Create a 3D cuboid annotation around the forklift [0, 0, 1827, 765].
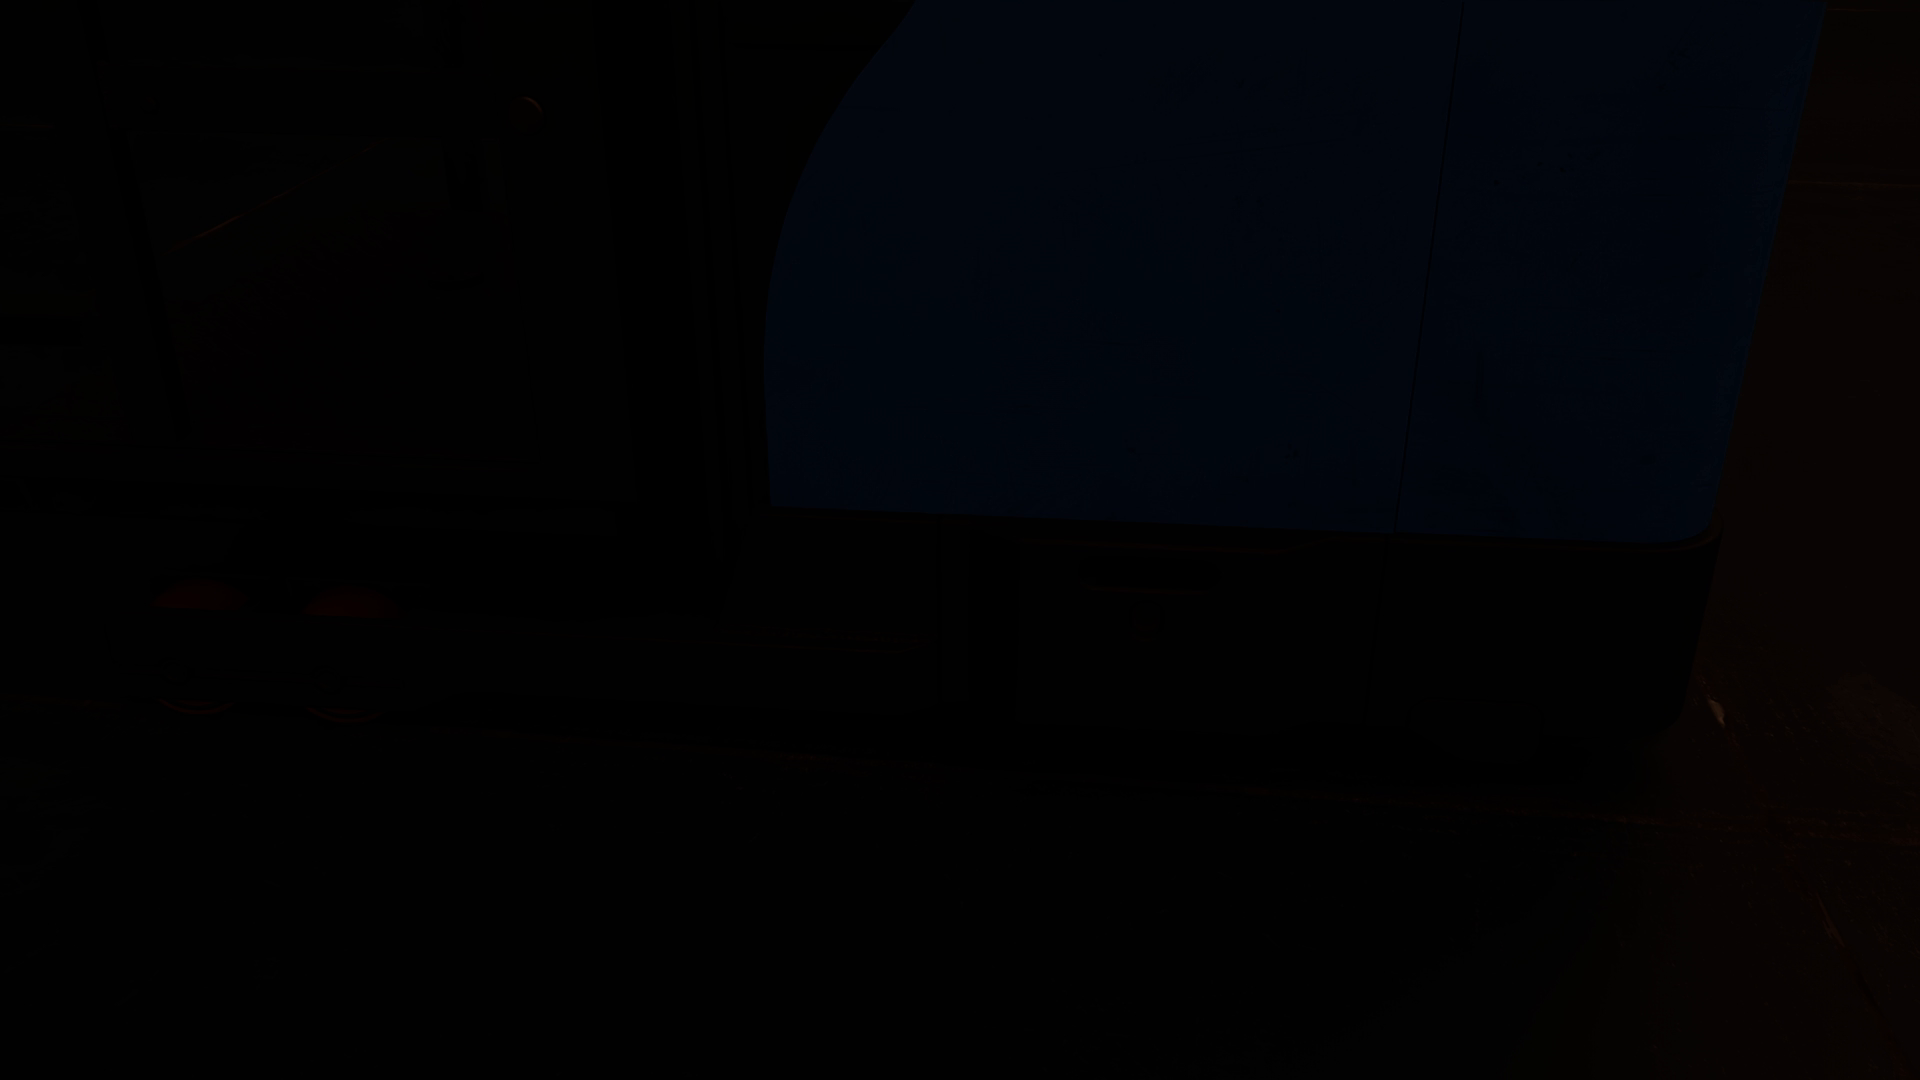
[{"bbox_3d":[-0.614,-1.317,1.857,3.031,2.935,1.130,3,27,5],"label":"forklift"}]
